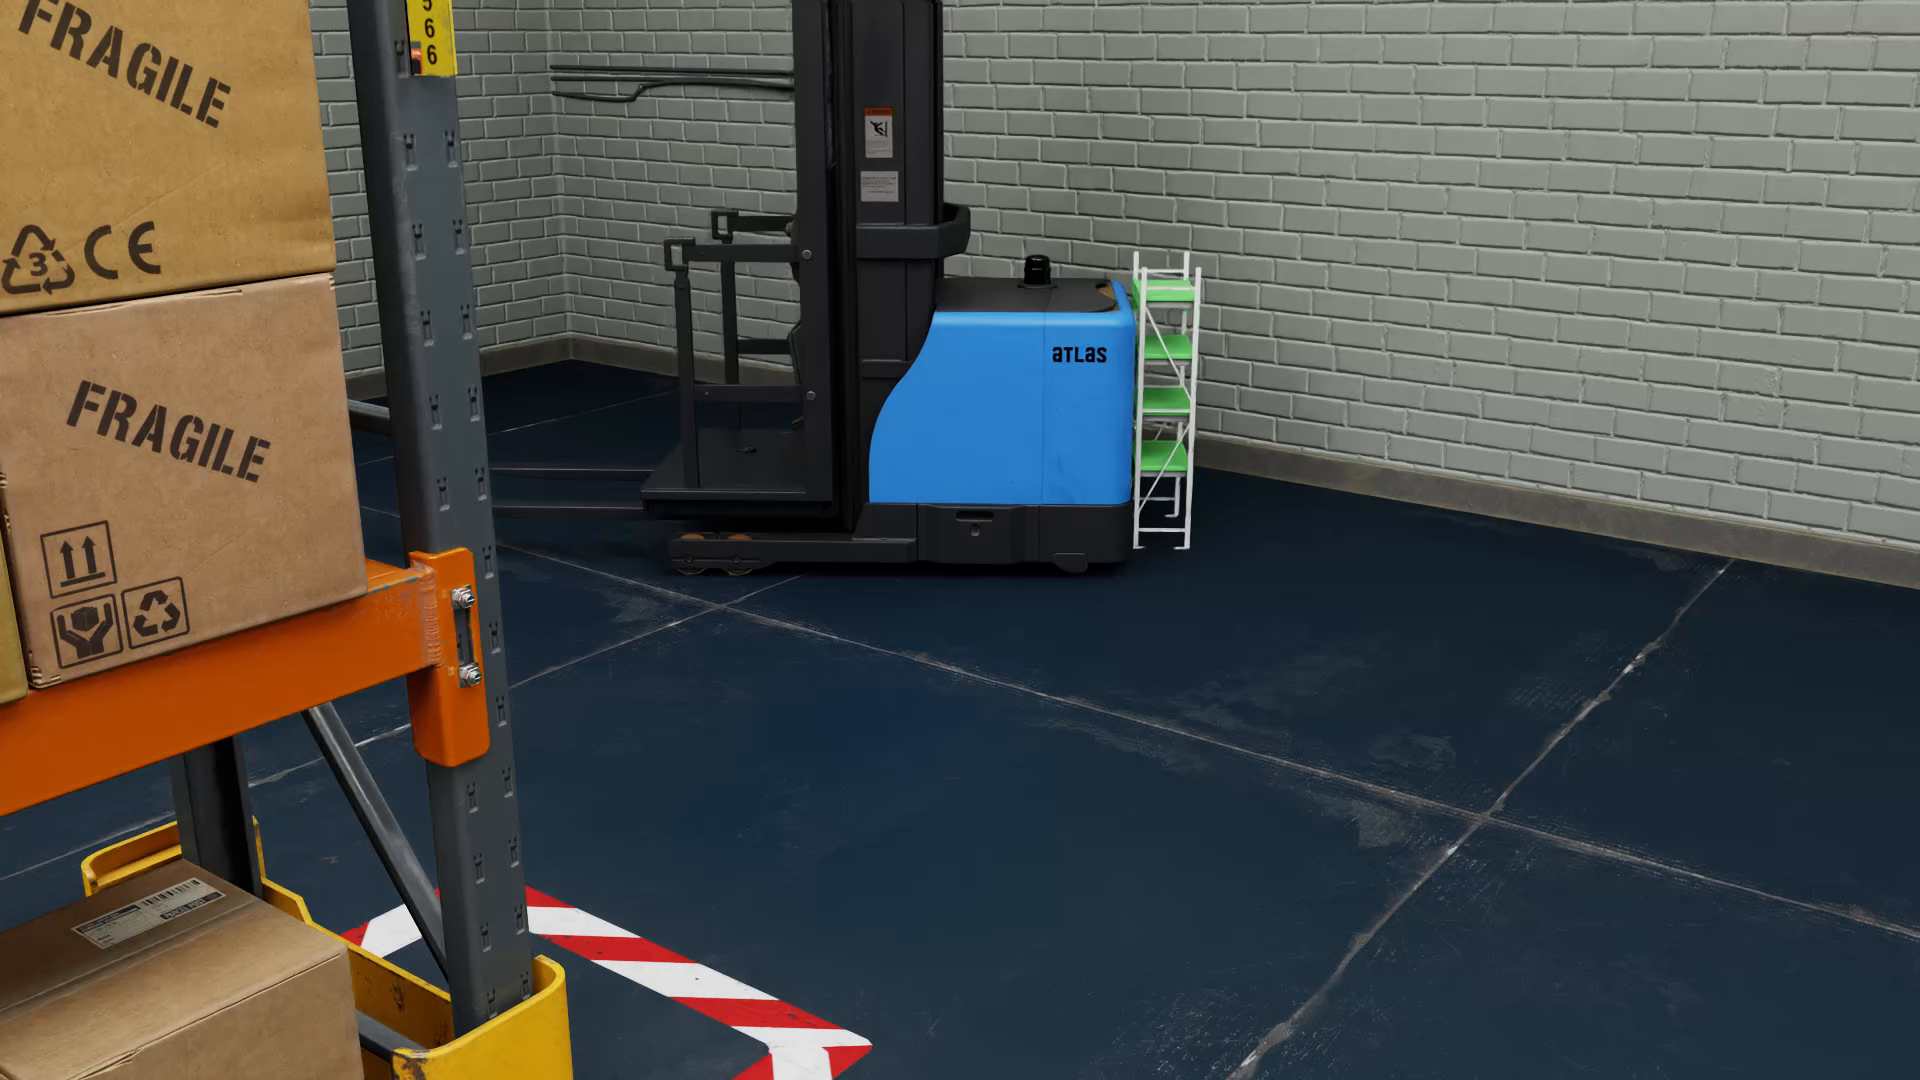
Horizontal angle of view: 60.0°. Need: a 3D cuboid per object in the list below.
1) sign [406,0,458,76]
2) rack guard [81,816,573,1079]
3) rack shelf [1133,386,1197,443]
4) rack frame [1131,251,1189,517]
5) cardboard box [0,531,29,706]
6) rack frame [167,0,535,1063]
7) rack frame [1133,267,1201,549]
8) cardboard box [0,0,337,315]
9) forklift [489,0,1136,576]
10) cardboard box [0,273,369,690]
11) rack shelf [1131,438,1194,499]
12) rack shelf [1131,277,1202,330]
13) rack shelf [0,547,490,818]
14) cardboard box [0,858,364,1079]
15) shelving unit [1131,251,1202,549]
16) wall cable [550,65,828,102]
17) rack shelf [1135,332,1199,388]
[{"bbox_3d":[-0.782,-0.848,2.431,0.100,0.325,0.005,12,21,35],"label":"sign"},{"bbox_3d":[-1.261,0.965,3.294,1.175,0.500,0.348,12,21,35],"label":"rack guard"},{"bbox_3d":[0.869,-0.548,7.200,0.258,0.148,0.480,1,17,2],"label":"rack shelf"},{"bbox_3d":[0.878,-0.681,7.414,0.240,1.200,0.015,1,17,2],"label":"rack frame"},{"bbox_3d":[-1.571,-0.016,2.068,0.500,0.500,0.500,13,21,35],"label":"cardboard box"},{"bbox_3d":[-1.216,-0.247,2.981,1.000,3.000,0.127,12,21,35],"label":"rack frame"},{"bbox_3d":[0.861,-0.537,6.949,0.240,1.200,0.015,1,17,2],"label":"rack frame"},{"bbox_3d":[-1.261,-0.618,2.320,0.500,0.500,0.500,12,21,34],"label":"cardboard box"},{"bbox_3d":[-0.795,-1.410,6.841,3.031,2.935,1.130,1,17,2],"label":"forklift"},{"bbox_3d":[-1.264,-0.140,2.468,0.500,0.500,0.500,13,22,36],"label":"cardboard box"},{"bbox_3d":[0.869,-0.319,7.272,0.258,0.148,0.480,1,17,2],"label":"rack shelf"},{"bbox_3d":[0.869,-1.006,7.058,0.258,0.148,0.480,1,17,2],"label":"rack shelf"},{"bbox_3d":[-2.408,0.573,1.554,1.077,0.370,4.000,12,21,35],"label":"rack shelf"},{"bbox_3d":[-1.342,0.910,2.730,0.500,0.500,0.500,12,21,35],"label":"cardboard box"},{"bbox_3d":[0.869,-0.609,7.181,0.258,1.200,0.503,1,17,2],"label":"shelving unit"},{"bbox_3d":[-1.540,-3.788,9.503,3.097,2.526,0.112,12,21,35],"label":"wall cable"},{"bbox_3d":[0.869,-0.777,7.129,0.258,0.148,0.480,1,17,2],"label":"rack shelf"}]
